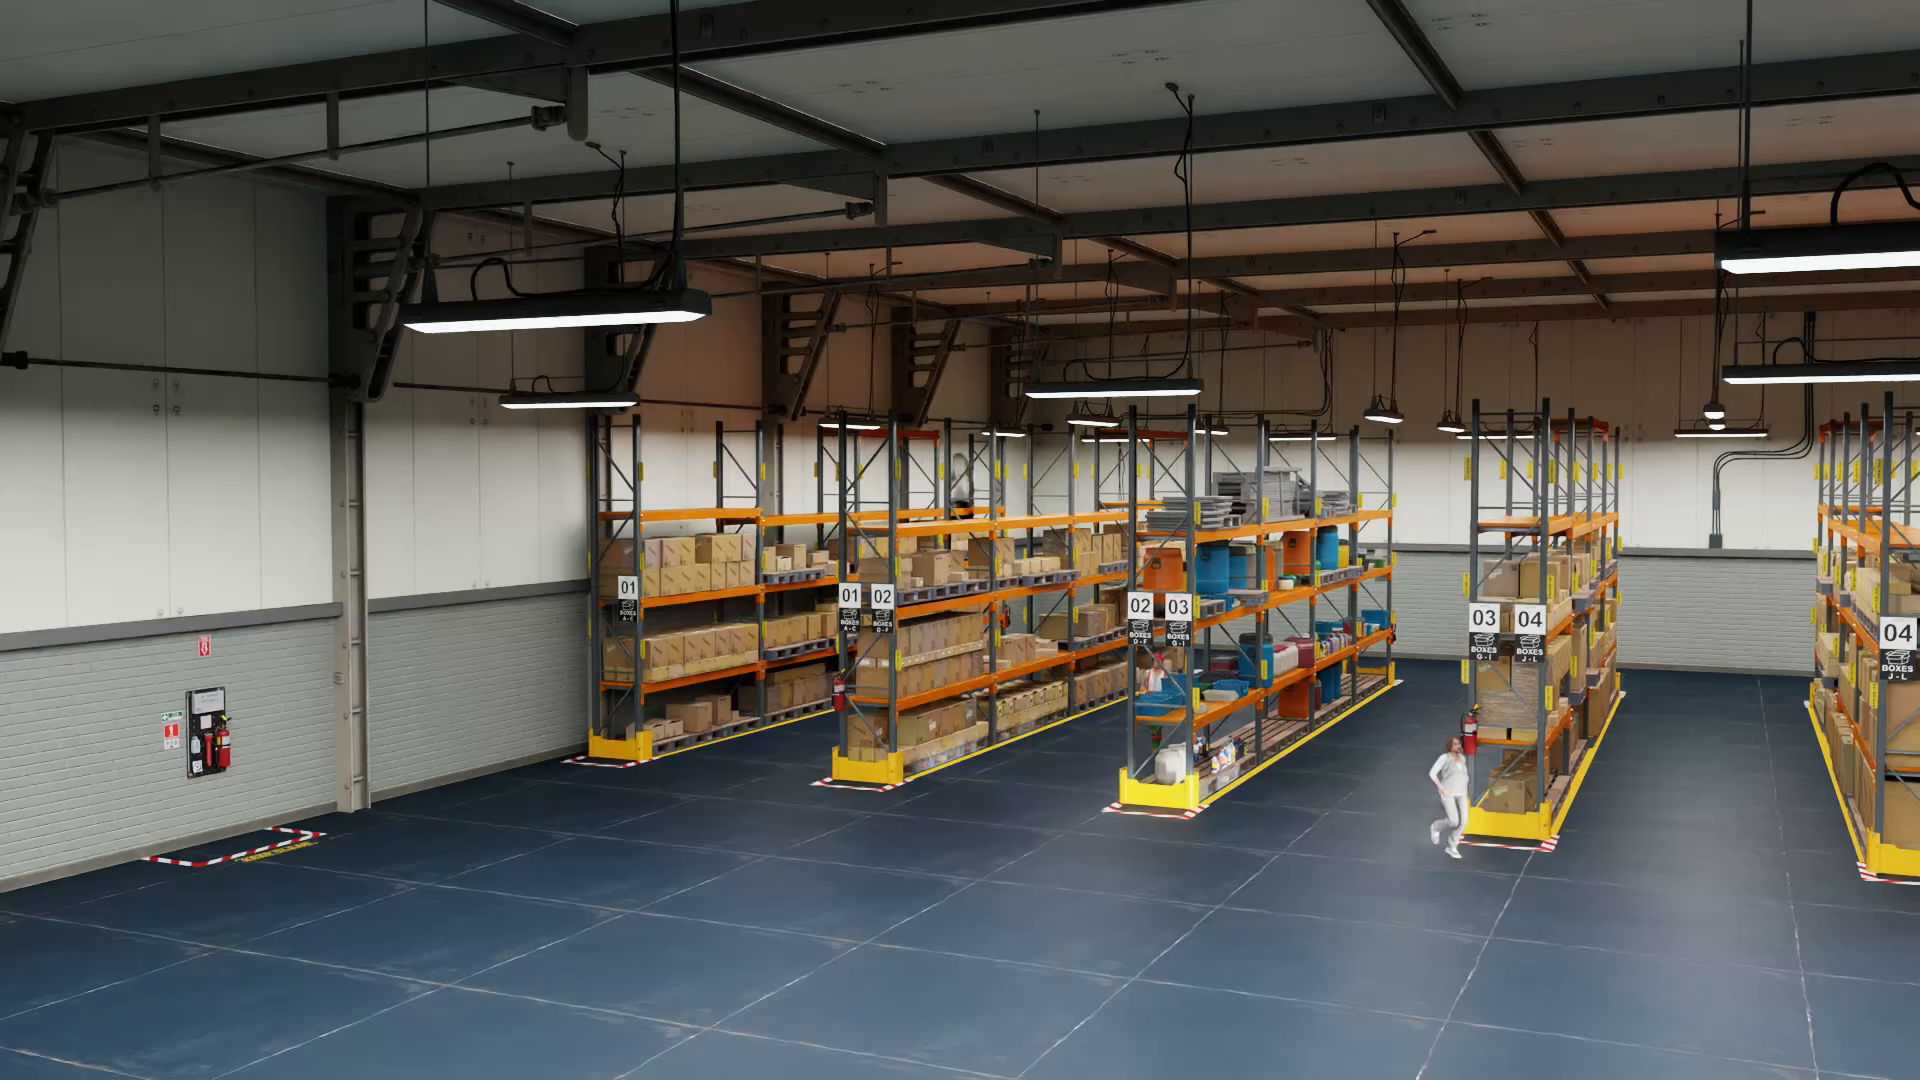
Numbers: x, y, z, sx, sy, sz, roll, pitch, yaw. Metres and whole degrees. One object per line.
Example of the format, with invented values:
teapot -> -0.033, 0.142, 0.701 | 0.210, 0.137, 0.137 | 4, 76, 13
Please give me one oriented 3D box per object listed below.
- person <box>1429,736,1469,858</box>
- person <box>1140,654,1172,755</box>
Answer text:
person -> 6.409, 3.340, 21.736 | 0.552, 1.557, 0.515 | -1, 3, -23
person -> 3.535, 2.907, 29.678 | 0.654, 1.760, 0.797 | 1, 2, 20
